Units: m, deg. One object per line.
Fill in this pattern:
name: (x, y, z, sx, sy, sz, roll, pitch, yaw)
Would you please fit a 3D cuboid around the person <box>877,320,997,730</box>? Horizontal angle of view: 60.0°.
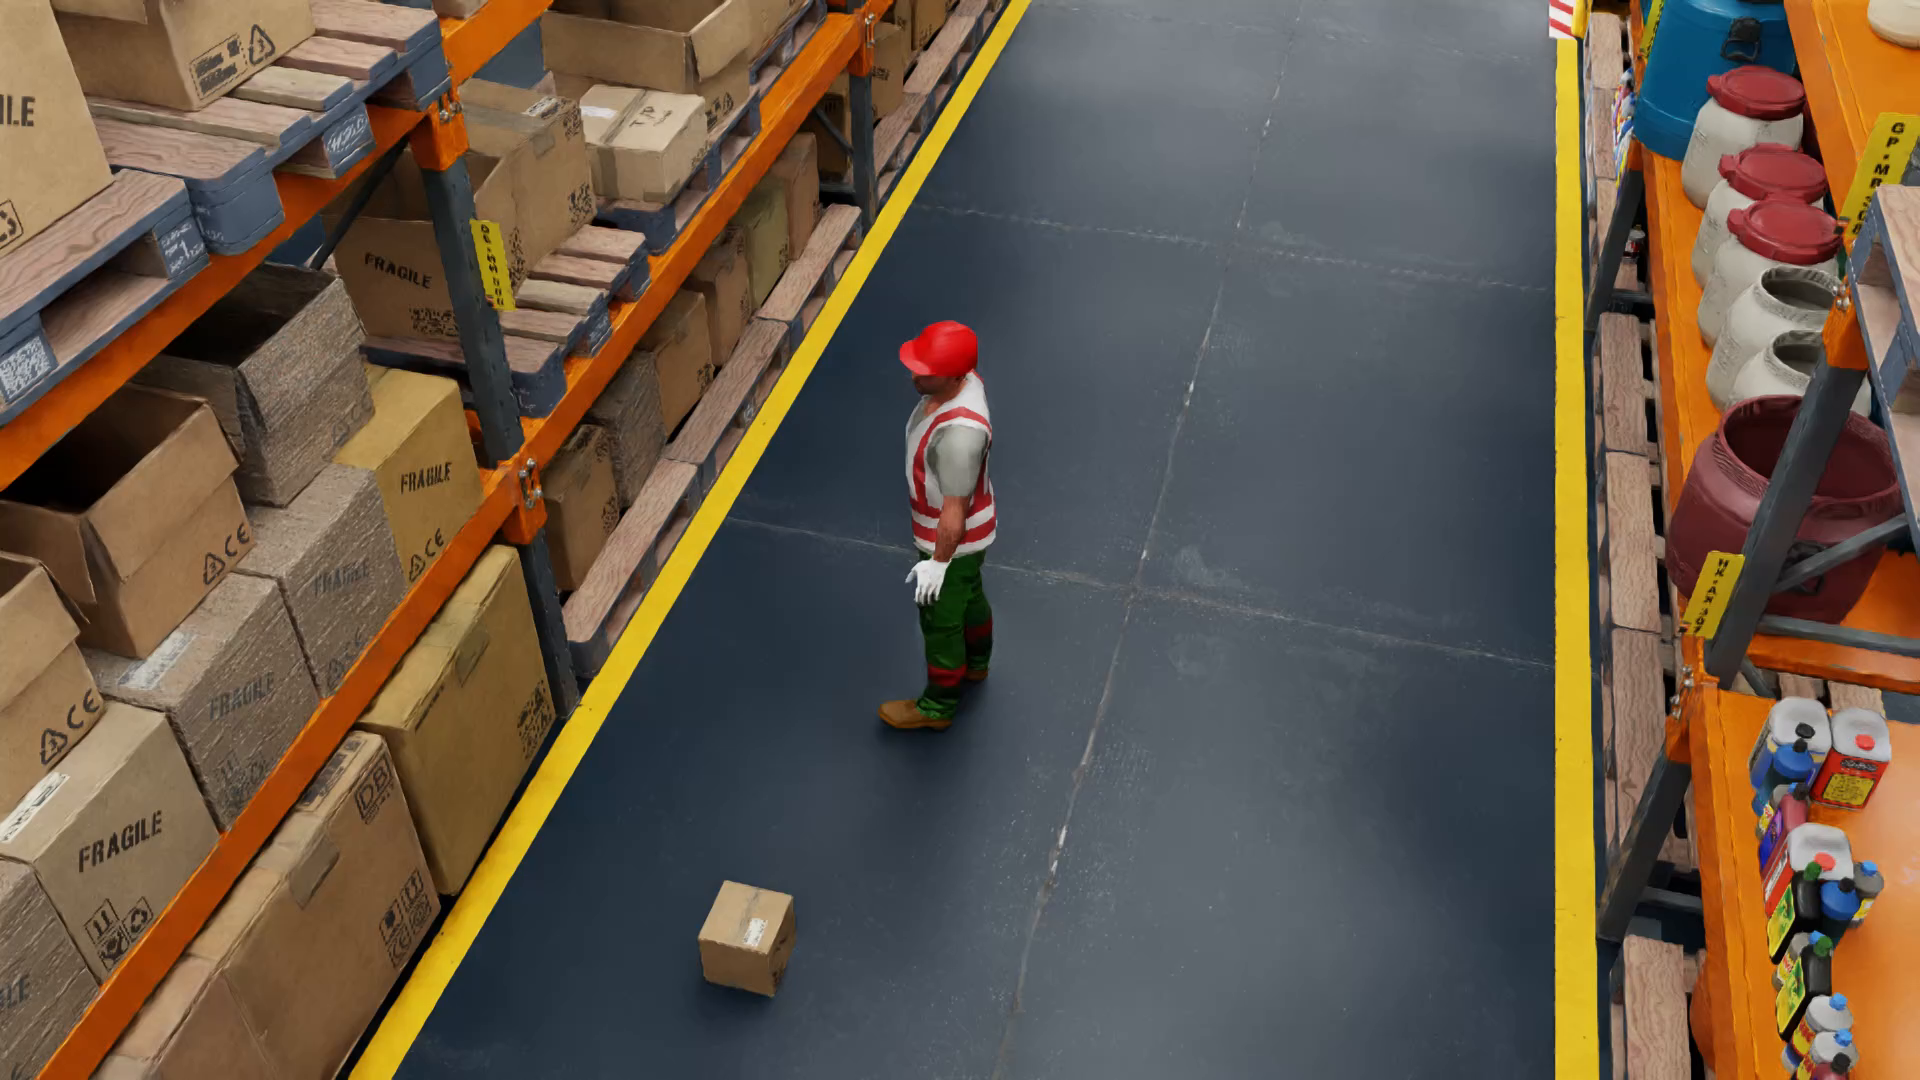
person: (-0.097, -0.045, 6.143, 0.465, 1.794, 0.620, -1, 41, -1)
